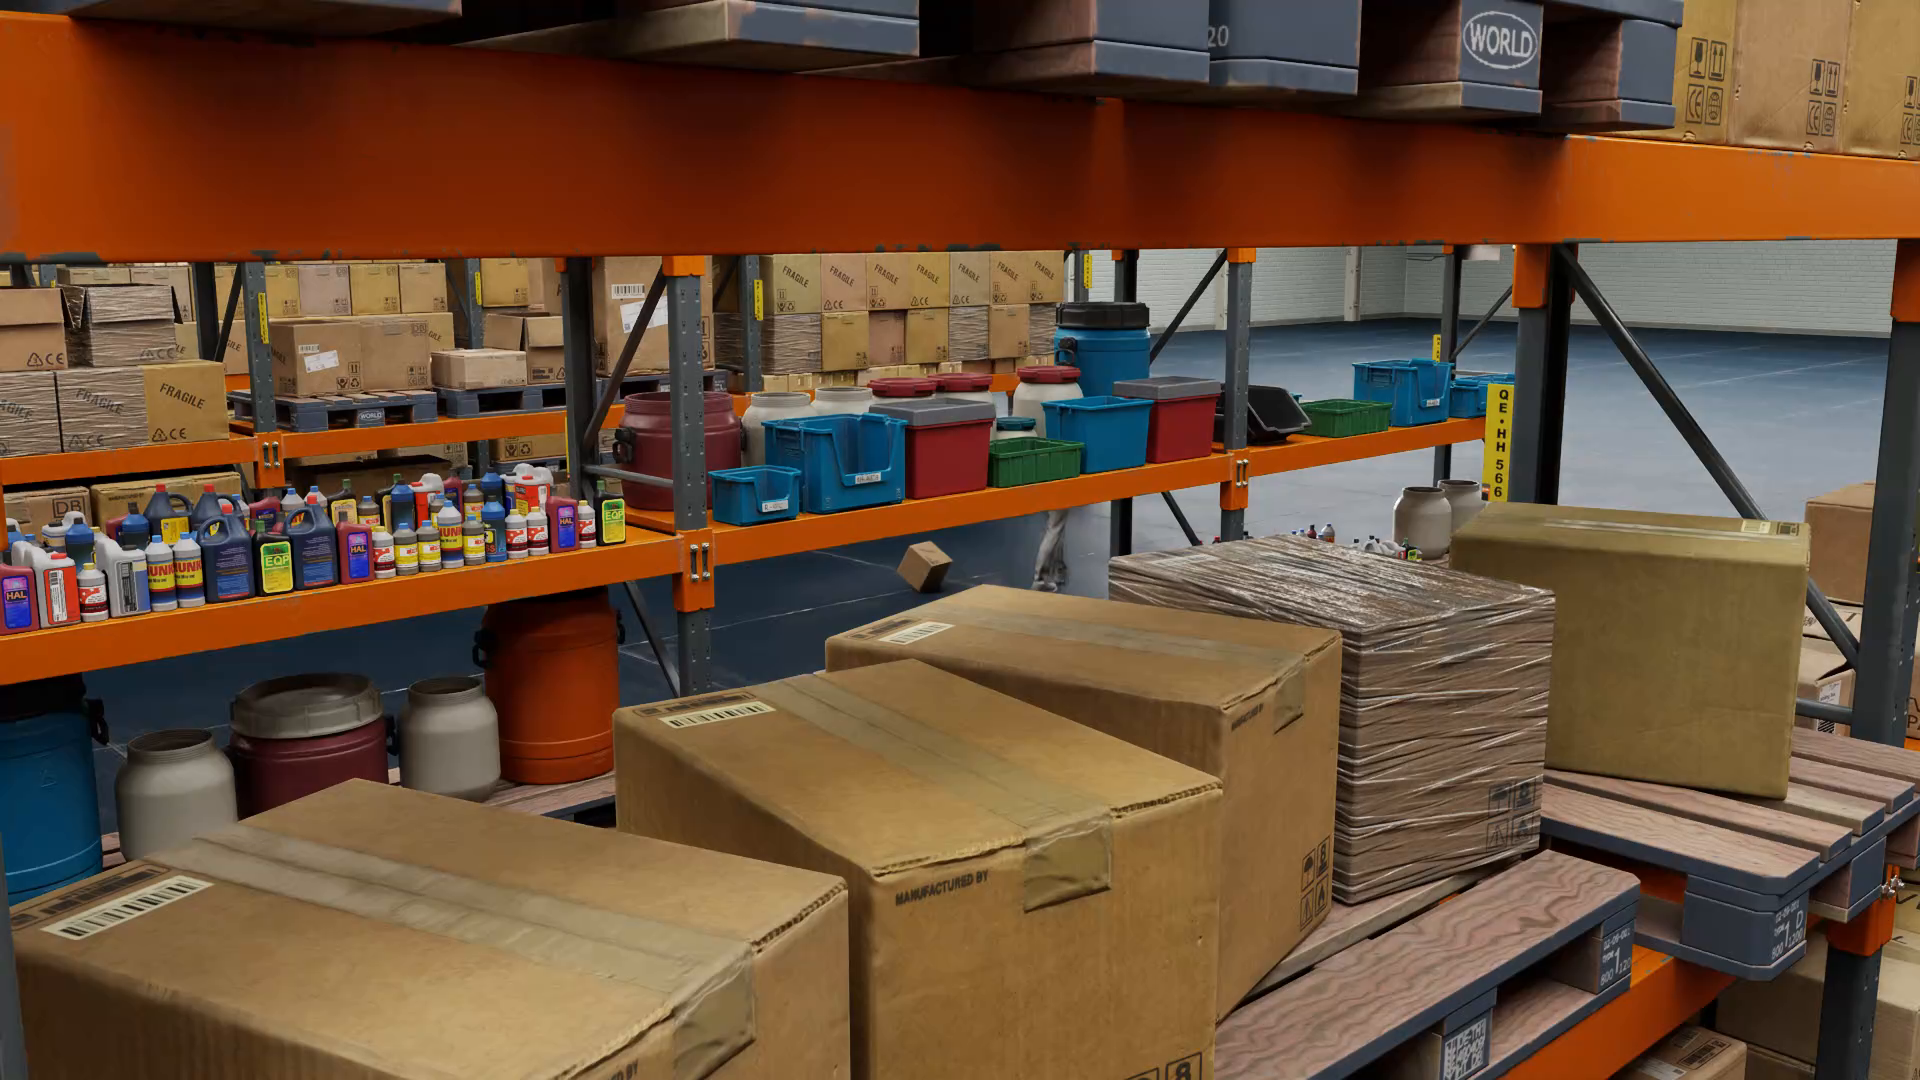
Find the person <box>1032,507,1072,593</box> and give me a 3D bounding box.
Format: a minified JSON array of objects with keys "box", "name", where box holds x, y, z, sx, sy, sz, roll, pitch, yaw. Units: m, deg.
[{"box":[0.742,-0.421,12.174,0.508,1.702,0.692,8,13,35],"name":"person"}]
